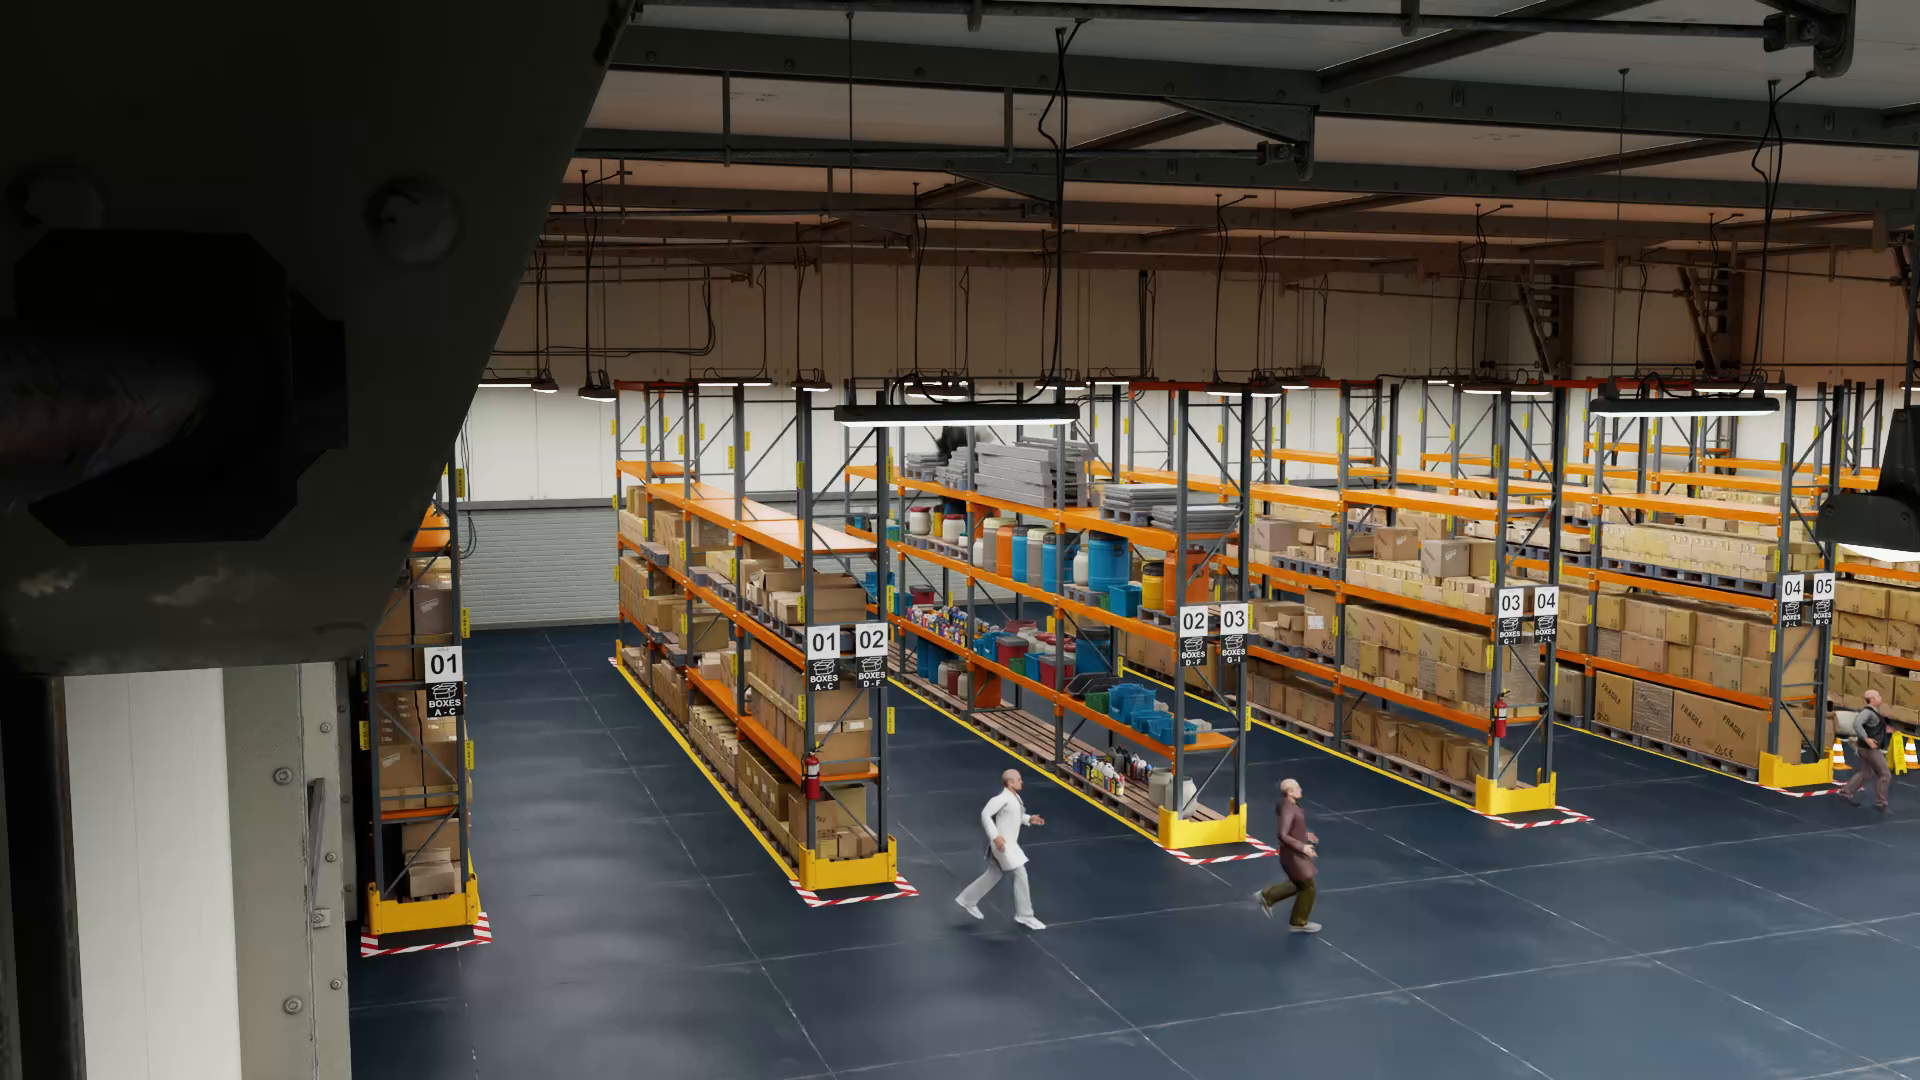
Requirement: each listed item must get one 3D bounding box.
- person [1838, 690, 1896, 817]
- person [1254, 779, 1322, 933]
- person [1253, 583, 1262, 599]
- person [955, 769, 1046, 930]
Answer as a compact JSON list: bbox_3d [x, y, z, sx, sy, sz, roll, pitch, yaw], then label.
[{"bbox_3d":[12.880,2.998,23.558,0.725,1.771,0.651,2,7,22],"label":"person"},{"bbox_3d":[3.670,3.511,18.539,0.753,1.730,0.713,1,6,8],"label":"person"},{"bbox_3d":[7.618,1.098,41.463,0.578,1.725,0.750,0,6,4],"label":"person"},{"bbox_3d":[0.457,3.470,18.755,1.037,1.804,0.652,0,6,4],"label":"person"}]
